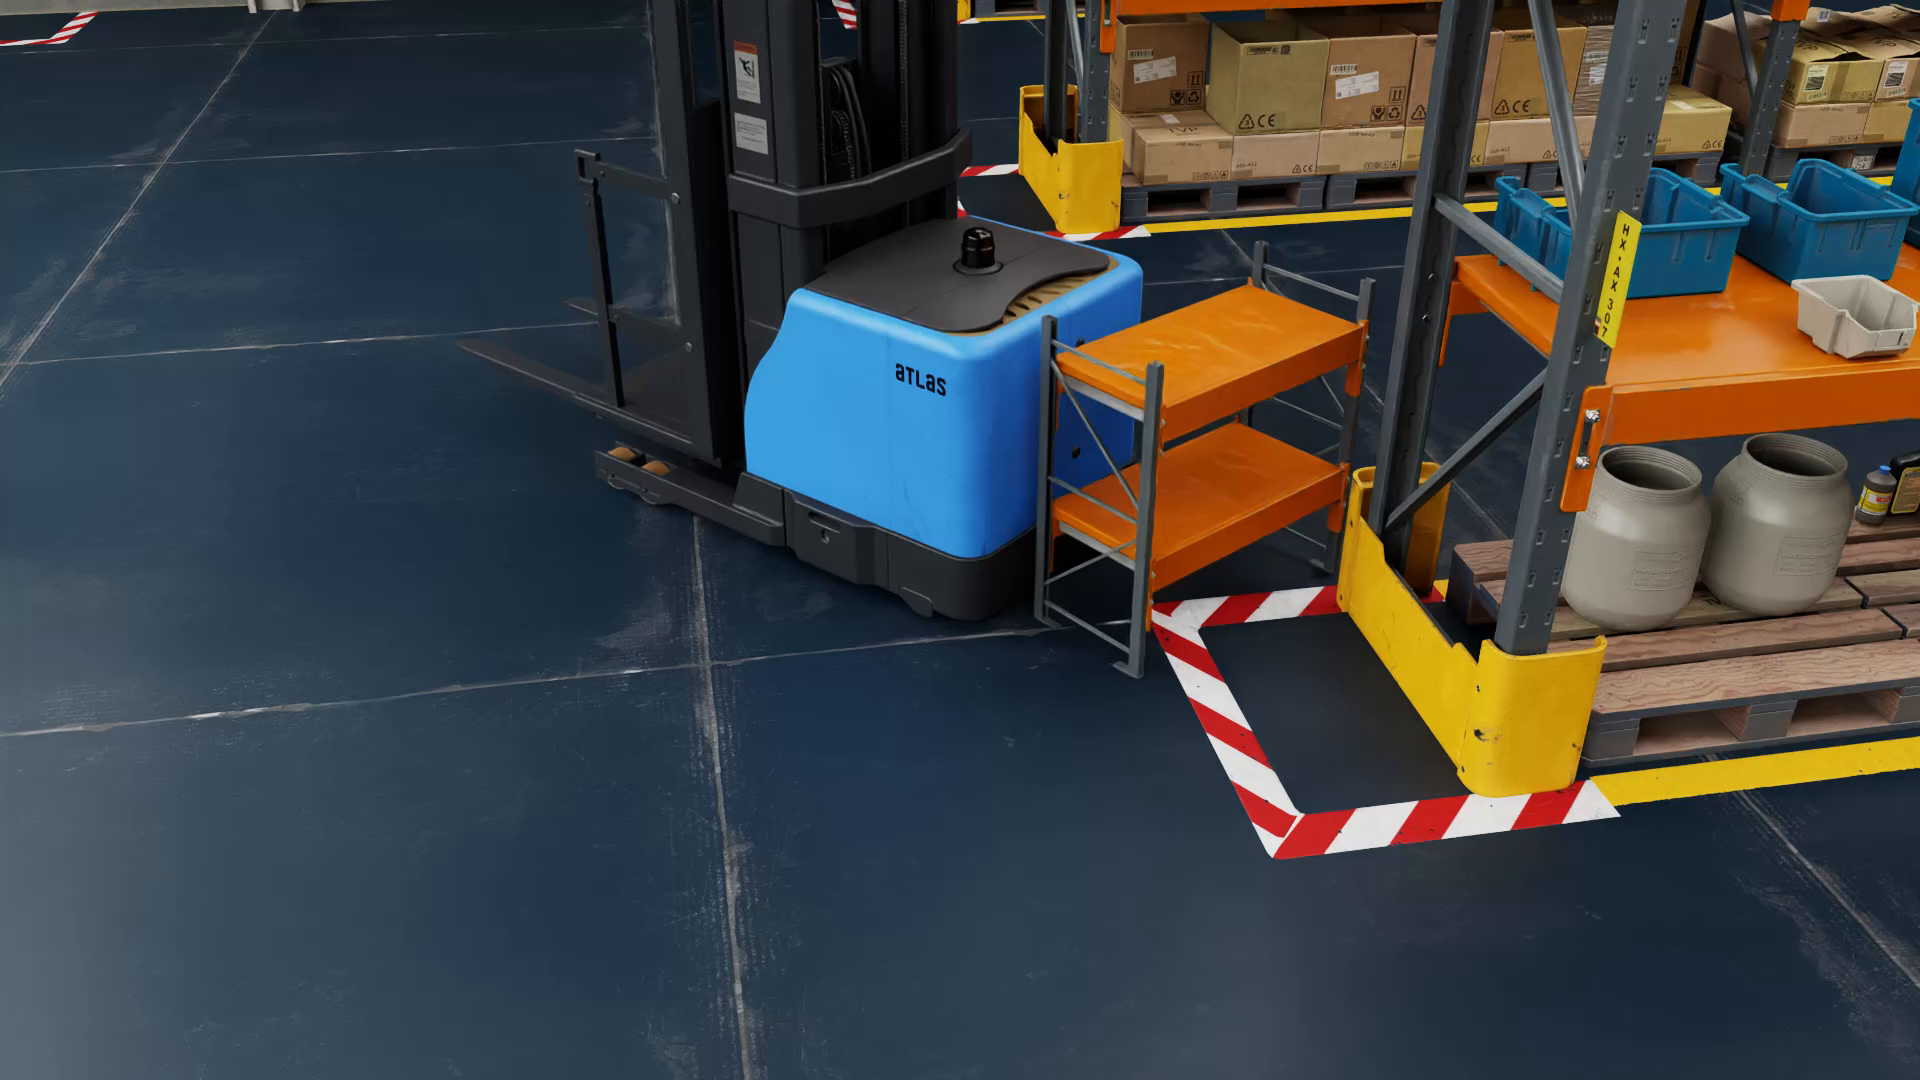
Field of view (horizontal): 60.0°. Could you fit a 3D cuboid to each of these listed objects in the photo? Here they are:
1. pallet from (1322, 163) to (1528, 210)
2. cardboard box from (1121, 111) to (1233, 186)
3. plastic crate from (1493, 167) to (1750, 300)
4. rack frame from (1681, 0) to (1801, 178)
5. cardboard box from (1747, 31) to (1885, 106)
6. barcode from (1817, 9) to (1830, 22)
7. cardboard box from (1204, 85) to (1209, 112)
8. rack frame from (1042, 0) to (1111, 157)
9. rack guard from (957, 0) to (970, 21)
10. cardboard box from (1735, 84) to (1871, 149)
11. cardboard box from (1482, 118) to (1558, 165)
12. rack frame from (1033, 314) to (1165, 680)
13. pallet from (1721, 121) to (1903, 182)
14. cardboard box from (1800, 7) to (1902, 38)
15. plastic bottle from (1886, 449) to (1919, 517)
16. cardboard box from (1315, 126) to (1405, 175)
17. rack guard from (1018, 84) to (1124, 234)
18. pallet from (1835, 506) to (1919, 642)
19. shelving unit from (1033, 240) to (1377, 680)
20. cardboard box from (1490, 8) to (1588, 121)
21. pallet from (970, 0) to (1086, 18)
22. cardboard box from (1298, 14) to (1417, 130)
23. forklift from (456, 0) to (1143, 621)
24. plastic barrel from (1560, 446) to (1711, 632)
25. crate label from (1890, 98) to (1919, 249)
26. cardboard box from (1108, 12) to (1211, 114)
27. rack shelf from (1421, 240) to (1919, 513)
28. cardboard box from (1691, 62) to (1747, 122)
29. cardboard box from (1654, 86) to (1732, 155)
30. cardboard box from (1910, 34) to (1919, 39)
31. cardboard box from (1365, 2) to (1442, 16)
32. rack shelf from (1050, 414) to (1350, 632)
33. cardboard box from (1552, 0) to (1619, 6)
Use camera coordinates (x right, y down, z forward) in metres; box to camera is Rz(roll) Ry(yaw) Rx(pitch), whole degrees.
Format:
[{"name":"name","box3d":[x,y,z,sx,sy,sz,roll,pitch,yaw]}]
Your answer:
[{"name":"pallet","box3d":[2.582,-2.266,9.895,1.213,0.211,1.003,-5,31,-9]},{"name":"cardboard box","box3d":[1.207,-2.201,9.333,0.500,0.250,0.500,-5,31,-9]},{"name":"plastic crate","box3d":[1.967,-0.928,5.016,0.616,0.251,0.499,-5,31,-9]},{"name":"rack frame","box3d":[4.574,-3.633,9.469,0.127,3.000,1.000,-5,31,-9]},{"name":"cardboard box","box3d":[5.026,-2.784,9.770,0.500,0.311,0.500,-5,31,-9]},{"name":"barcode","box3d":[4.900,-2.974,9.434,0.075,0.075,0.001,-5,31,-9]},{"name":"cardboard box","box3d":[1.604,-2.511,9.860,0.500,0.250,0.500,-5,31,-9]},{"name":"rack frame","box3d":[0.640,-3.268,8.848,0.127,3.000,1.000,-5,31,-9]},{"name":"rack guard","box3d":[-0.181,-4.666,13.693,0.348,0.500,1.175,-5,31,-9]},{"name":"cardboard box","box3d":[5.016,-2.542,9.912,0.500,0.250,0.500,-6,31,-10]},{"name":"cardboard box","box3d":[3.175,-2.383,9.643,0.500,0.250,0.500,-5,31,-9]},{"name":"rack frame","box3d":[0.431,-0.126,5.354,0.032,1.125,0.500,-24,38,-34]},{"name":"pallet","box3d":[5.292,-2.517,10.323,1.213,0.211,1.003,-5,31,-9]},{"name":"cardboard box","box3d":[5.432,-3.101,10.309,0.500,0.311,0.500,-4,31,-8]},{"name":"plastic bottle","box3d":[3.368,-0.222,5.915,0.133,0.283,0.061,-5,31,-8]},{"name":"cardboard box","box3d":[2.191,-2.294,9.491,0.500,0.250,0.500,-5,31,-9]},{"name":"rack guard","box3d":[0.616,-2.188,9.478,0.348,0.500,1.175,-5,31,-9]},{"name":"pallet","box3d":[3.592,0.193,5.714,1.213,0.211,1.003,-5,31,-9]},{"name":"shelving unit","box3d":[0.816,-0.294,5.640,1.048,1.125,0.538,-24,38,-34]},{"name":"cardboard box","box3d":[3.173,-2.713,9.463,0.500,0.500,0.500,-5,31,-9]},{"name":"pallet","box3d":[0.624,-4.598,13.862,1.213,0.211,1.003,-5,31,-9]},{"name":"cardboard box","box3d":[2.188,-2.623,9.311,0.500,0.500,0.500,-5,31,-9]},{"name":"forklift","box3d":[-0.814,-1.590,6.063,3.031,2.935,1.130,22,37,32]},{"name":"plastic barrel","box3d":[2.162,-0.004,5.338,0.421,0.512,0.421,0,30,0]},{"name":"crate label","box3d":[3.290,-1.116,5.153,0.616,0.435,0.502,-5,31,-9]},{"name":"cardboard box","box3d":[1.114,-2.784,9.584,0.500,0.500,0.500,-5,31,-9]},{"name":"rack shelf","box3d":[3.496,-0.670,5.140,4.000,0.370,1.077,-5,31,-9]},{"name":"cardboard box","box3d":[4.930,-2.811,10.369,0.500,0.250,0.500,-6,31,-9]},{"name":"cardboard box","box3d":[4.158,-2.477,9.802,0.500,0.250,0.500,-5,31,-9]},{"name":"cardboard box","box3d":[6.028,-2.875,9.925,0.500,0.311,0.500,-6,31,-11]},{"name":"cardboard box","box3d":[2.587,-2.928,9.828,0.500,0.500,0.500,-5,31,-9]},{"name":"rack shelf","box3d":[0.816,-0.083,5.764,1.000,0.278,0.538,-24,38,-34]},{"name":"cardboard box","box3d":[3.572,-3.016,9.978,0.500,0.500,0.500,-5,31,-9]}]
